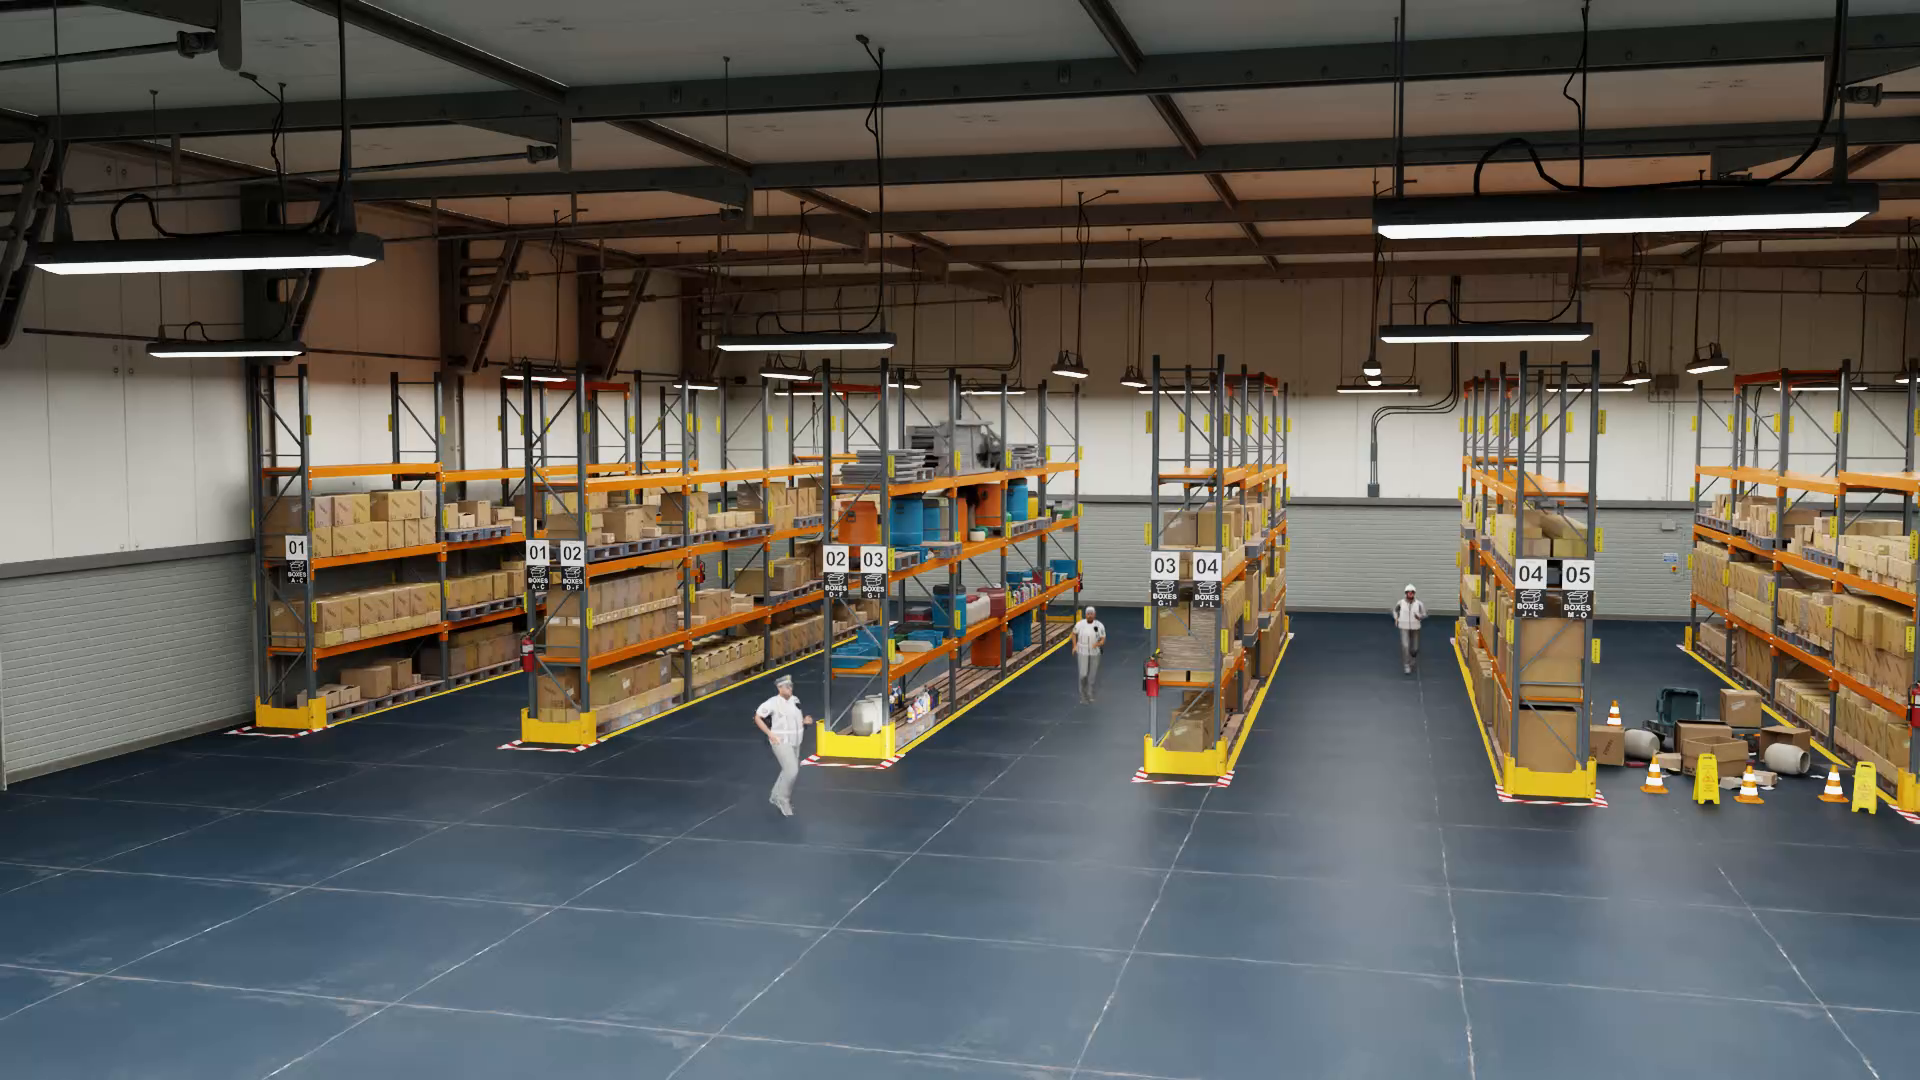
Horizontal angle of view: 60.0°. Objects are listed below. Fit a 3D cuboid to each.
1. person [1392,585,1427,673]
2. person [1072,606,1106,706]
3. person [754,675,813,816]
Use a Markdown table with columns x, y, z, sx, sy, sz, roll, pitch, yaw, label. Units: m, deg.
| x | y | z | sx | sy | sz | roll | pitch | yaw | label |
| --- | --- | --- | --- | --- | --- | --- | --- | --- | --- |
| 9.120 | 1.789 | 33.738 | 0.666 | 1.750 | 0.930 | 1 | 4 | 11 | person |
| 2.182 | 1.971 | 28.151 | 0.576 | 1.703 | 0.714 | 0 | 4 | 2 | person |
| -2.223 | 2.652 | 21.451 | 0.711 | 1.836 | 0.638 | 3 | 5 | 35 | person |
